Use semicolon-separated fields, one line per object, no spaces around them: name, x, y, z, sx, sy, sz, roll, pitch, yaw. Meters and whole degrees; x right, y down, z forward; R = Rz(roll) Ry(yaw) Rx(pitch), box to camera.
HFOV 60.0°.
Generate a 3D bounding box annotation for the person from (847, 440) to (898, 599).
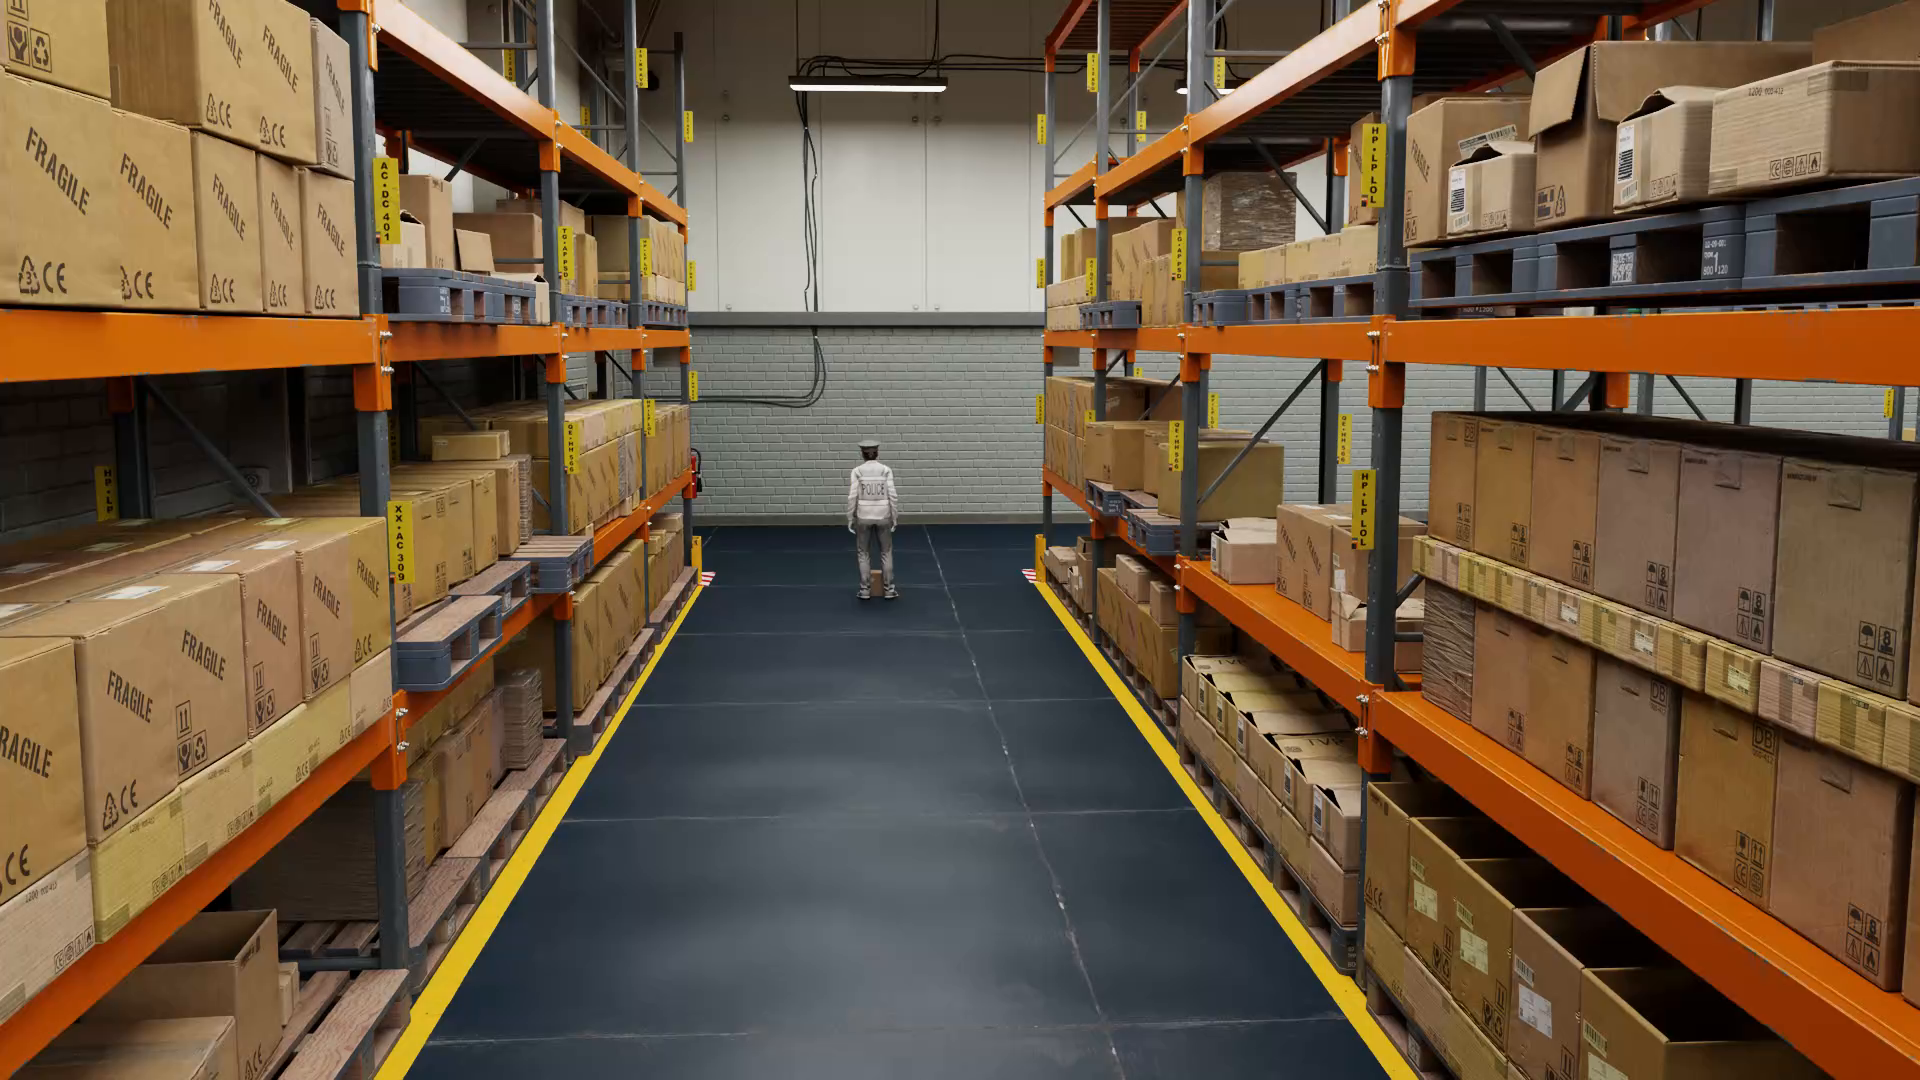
person;-0.917;-0.210;17.451;0.545;1.663;0.376;-1;7;-7
